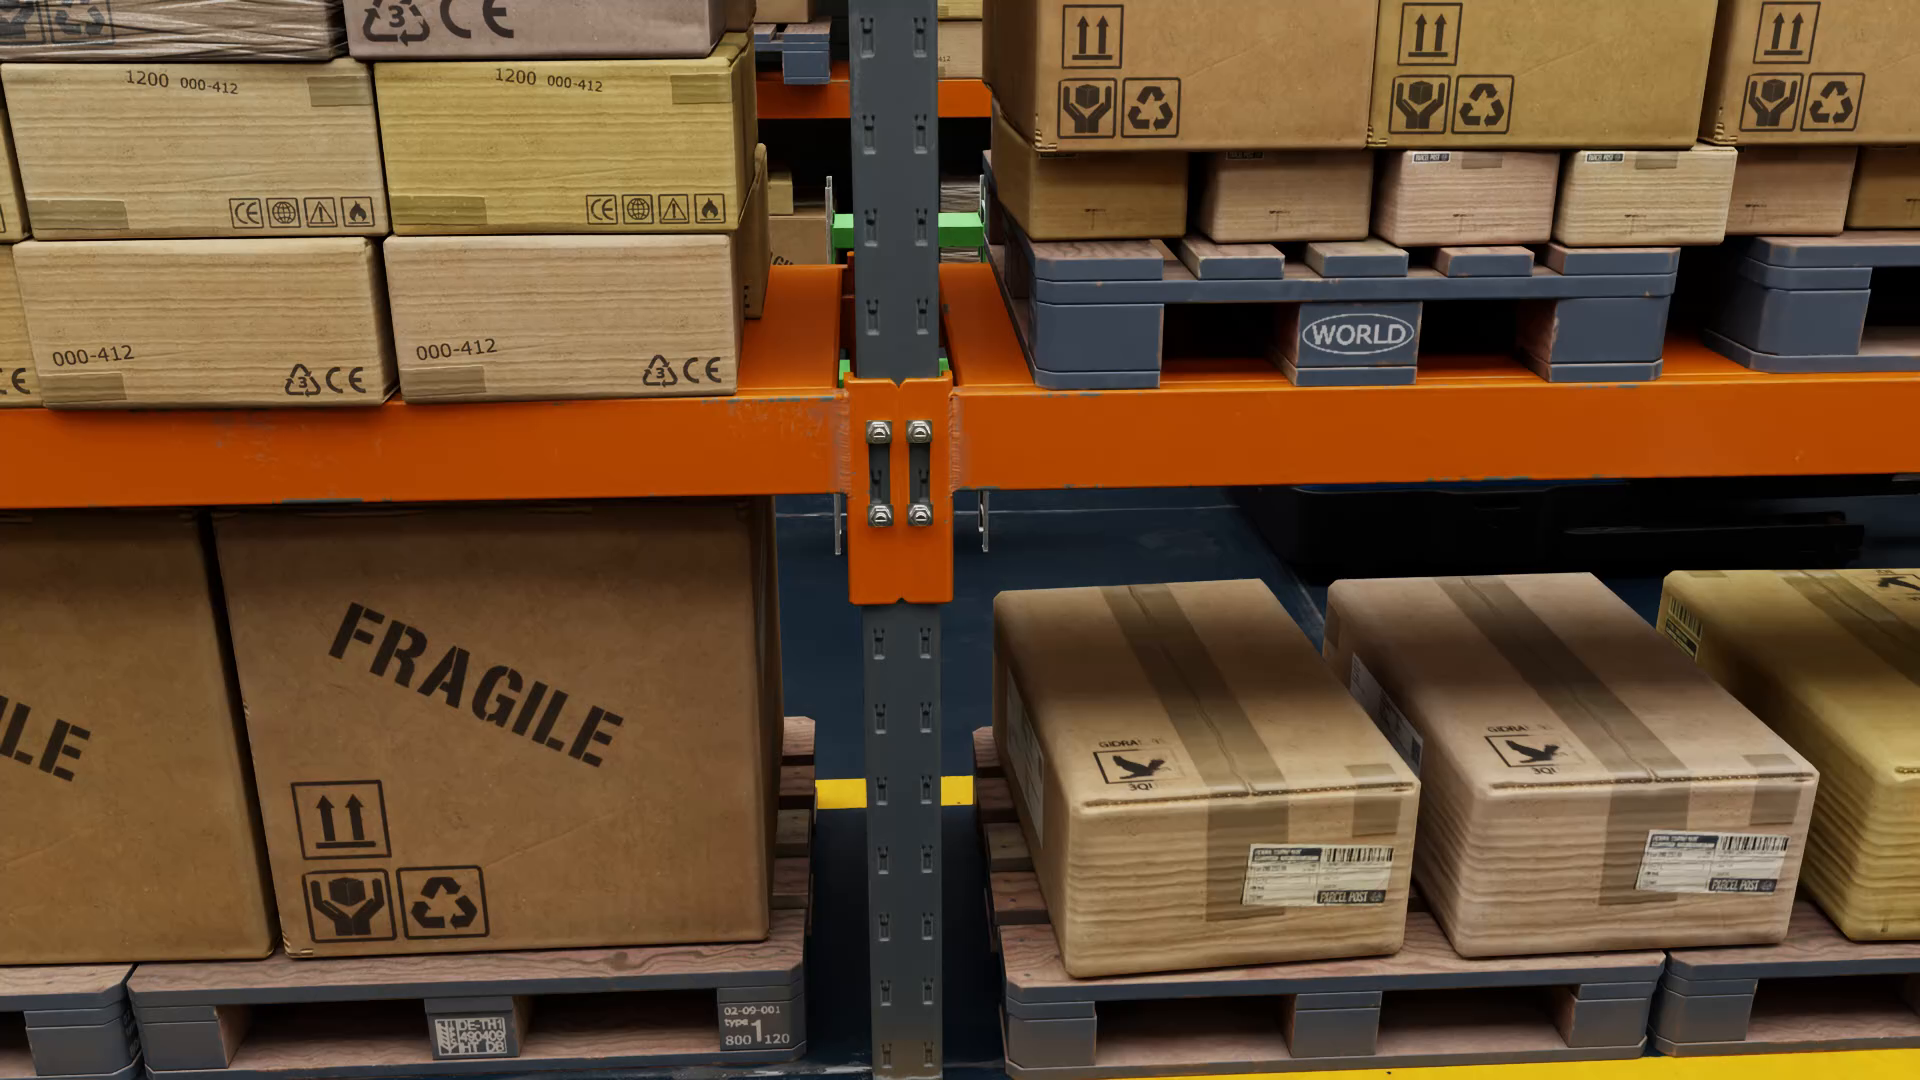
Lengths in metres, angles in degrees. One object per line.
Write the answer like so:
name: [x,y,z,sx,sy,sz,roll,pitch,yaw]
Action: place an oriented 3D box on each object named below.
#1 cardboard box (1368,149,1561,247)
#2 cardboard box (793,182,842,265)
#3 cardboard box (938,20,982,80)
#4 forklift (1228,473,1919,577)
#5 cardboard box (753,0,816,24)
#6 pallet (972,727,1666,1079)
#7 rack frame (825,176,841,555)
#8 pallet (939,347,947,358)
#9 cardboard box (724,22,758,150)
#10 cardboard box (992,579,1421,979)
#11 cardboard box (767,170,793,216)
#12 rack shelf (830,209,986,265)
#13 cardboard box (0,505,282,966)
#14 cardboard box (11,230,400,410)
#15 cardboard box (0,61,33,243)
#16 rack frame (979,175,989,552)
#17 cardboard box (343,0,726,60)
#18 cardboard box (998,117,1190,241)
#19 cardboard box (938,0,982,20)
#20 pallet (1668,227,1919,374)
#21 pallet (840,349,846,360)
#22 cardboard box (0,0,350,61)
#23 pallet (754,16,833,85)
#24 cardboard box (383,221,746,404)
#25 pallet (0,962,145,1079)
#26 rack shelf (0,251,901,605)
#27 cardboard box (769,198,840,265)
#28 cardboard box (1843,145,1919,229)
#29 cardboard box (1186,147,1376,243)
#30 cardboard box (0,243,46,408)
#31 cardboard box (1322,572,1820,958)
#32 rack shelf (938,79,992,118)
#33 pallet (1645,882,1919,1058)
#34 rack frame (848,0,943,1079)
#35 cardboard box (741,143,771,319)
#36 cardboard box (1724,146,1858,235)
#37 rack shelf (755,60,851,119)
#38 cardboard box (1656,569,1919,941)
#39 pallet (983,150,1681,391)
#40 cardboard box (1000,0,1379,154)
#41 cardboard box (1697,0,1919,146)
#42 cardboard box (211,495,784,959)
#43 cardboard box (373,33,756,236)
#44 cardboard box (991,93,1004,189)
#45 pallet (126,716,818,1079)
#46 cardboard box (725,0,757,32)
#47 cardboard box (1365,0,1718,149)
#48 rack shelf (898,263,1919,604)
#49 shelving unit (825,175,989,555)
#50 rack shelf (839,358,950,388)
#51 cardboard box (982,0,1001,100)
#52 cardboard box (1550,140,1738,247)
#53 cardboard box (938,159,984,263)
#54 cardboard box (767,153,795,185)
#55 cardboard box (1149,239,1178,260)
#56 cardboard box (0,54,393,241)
cardboard box: [0.772,-0.591,2.720,0.250,0.149,0.380,-3,21,-7]
cardboard box: [-0.847,-1.471,8.191,0.500,0.500,0.500,0,21,-1]
cardboard box: [0.047,-2.204,7.404,0.500,0.250,0.500,-1,21,-3]
forklift: [2.486,-1.456,5.326,3.031,2.935,1.130,-2,21,-5]
cardboard box: [-0.933,-2.640,7.608,0.500,0.500,0.500,0,21,-1]
pallet: [0.657,0.699,3.487,1.213,0.211,1.003,-1,21,-3]
rack frame: [-0.409,-0.552,5.386,0.015,1.200,0.240,-1,21,-3]
pallet: [0.414,-1.051,8.085,1.213,0.211,1.003,-1,21,-3]
cardboard box: [-0.643,-0.829,3.092,0.500,0.250,0.500,-1,21,-3]
cardboard box: [0.442,0.435,3.364,0.625,0.372,0.950,-3,21,-7]
cardboard box: [-0.889,-1.583,7.574,0.250,0.149,0.380,-2,21,-6]
rack shelf: [-0.165,-0.946,5.251,0.480,0.148,0.258,-1,21,-3]
cardboard box: [-1.708,0.209,3.251,0.875,0.875,0.875,-1,21,-2]
cardboard box: [-1.122,-0.400,2.666,0.500,0.250,0.500,-1,21,-2]
cardboard box: [-1.614,-0.622,2.548,0.500,0.250,0.500,-2,21,-4]
rack frame: [0.078,-0.562,5.412,0.015,1.200,0.240,-1,21,-3]
cardboard box: [-0.624,-0.999,2.483,0.500,0.500,0.500,-2,21,-5]
cardboard box: [0.212,-0.608,2.765,0.250,0.149,0.380,-2,21,-6]
cardboard box: [0.048,-2.428,7.292,0.500,0.250,0.500,-1,21,-3]
pallet: [1.851,-0.554,3.129,1.213,0.211,1.003,-1,21,-3]
pallet: [-1.158,-1.047,8.073,1.213,0.211,1.003,-1,21,-3]
cardboard box: [-1.136,-0.986,2.448,0.500,0.500,0.500,-1,21,-2]
pallet: [-1.083,-2.223,7.514,1.003,0.211,1.213,-1,21,-3]
cardboard box: [-0.613,-0.416,2.708,0.500,0.250,0.500,-2,21,-5]
pallet: [-2.130,0.728,3.413,1.213,0.211,1.003,-1,21,-3]
rack shelf: [-2.120,-0.212,2.972,4.000,0.370,1.077,-1,21,-3]
cardboard box: [-0.820,-1.295,7.729,0.500,0.500,0.500,-1,21,-1]
cardboard box: [1.564,-0.641,2.852,0.250,0.149,0.380,0,21,-1]
cardboard box: [0.496,-0.602,2.748,0.250,0.149,0.380,-2,21,-6]
cardboard box: [-1.626,-0.395,2.654,0.500,0.250,0.500,-1,21,-4]
cardboard box: [1.178,0.418,3.411,0.625,0.372,0.950,-2,21,-4]
rack shelf: [1.587,-2.056,7.817,4.000,0.370,1.077,-1,21,-3]
pallet: [1.872,0.676,3.549,1.213,0.211,1.003,-1,21,-3]
rack frame: [-0.123,-0.588,2.951,0.127,3.000,1.000,-1,21,-3]
cardboard box: [-0.626,-0.598,3.186,0.500,0.250,0.500,-2,21,-4]
cardboard box: [1.284,-0.622,2.801,0.250,0.149,0.380,0,21,0]
rack shelf: [-2.407,-1.975,7.603,4.000,0.370,1.077,-1,21,-3]
cardboard box: [1.935,0.404,3.446,0.625,0.372,0.950,0,21,-1]
pallet: [0.582,-0.551,3.122,1.003,0.211,1.213,-1,21,-3]
cardboard box: [0.339,-0.897,2.613,0.500,0.500,0.500,-2,21,-5]
cardboard box: [1.389,-0.924,2.682,0.500,0.500,0.500,-1,21,-2]
cardboard box: [-0.817,0.193,3.295,0.875,0.875,0.875,-1,21,-4]
cardboard box: [-0.592,-0.652,2.626,0.500,0.250,0.500,-1,21,-3]
cardboard box: [0.191,-0.757,3.158,0.250,0.149,0.380,0,21,-1]
pallet: [-0.914,0.704,3.475,1.213,0.211,1.003,-1,21,-3]
cardboard box: [-0.629,-1.179,2.957,0.500,0.500,0.500,-2,21,-5]
cardboard box: [0.859,-0.910,2.648,0.500,0.500,0.500,0,21,0]
rack shelf: [1.874,-0.293,3.185,4.000,0.370,1.077,-1,21,-3]
shelving unit: [-0.165,-0.557,5.399,0.503,1.200,0.258,-1,21,-3]
rack shelf: [-0.165,-0.498,5.421,0.480,0.148,0.258,-1,21,-3]
cardboard box: [0.315,-1.078,3.089,0.500,0.500,0.500,-2,21,-5]
cardboard box: [1.048,-0.589,2.715,0.250,0.149,0.380,-1,21,-3]
cardboard box: [0.213,-1.446,7.950,0.625,0.625,0.875,-1,21,-1]
cardboard box: [-0.949,-1.783,8.099,0.250,0.149,0.380,0,21,0]
cardboard box: [0.865,-1.462,7.992,0.625,0.625,0.875,0,21,-1]
cardboard box: [-1.104,-0.640,2.595,0.500,0.250,0.500,-2,21,-4]
